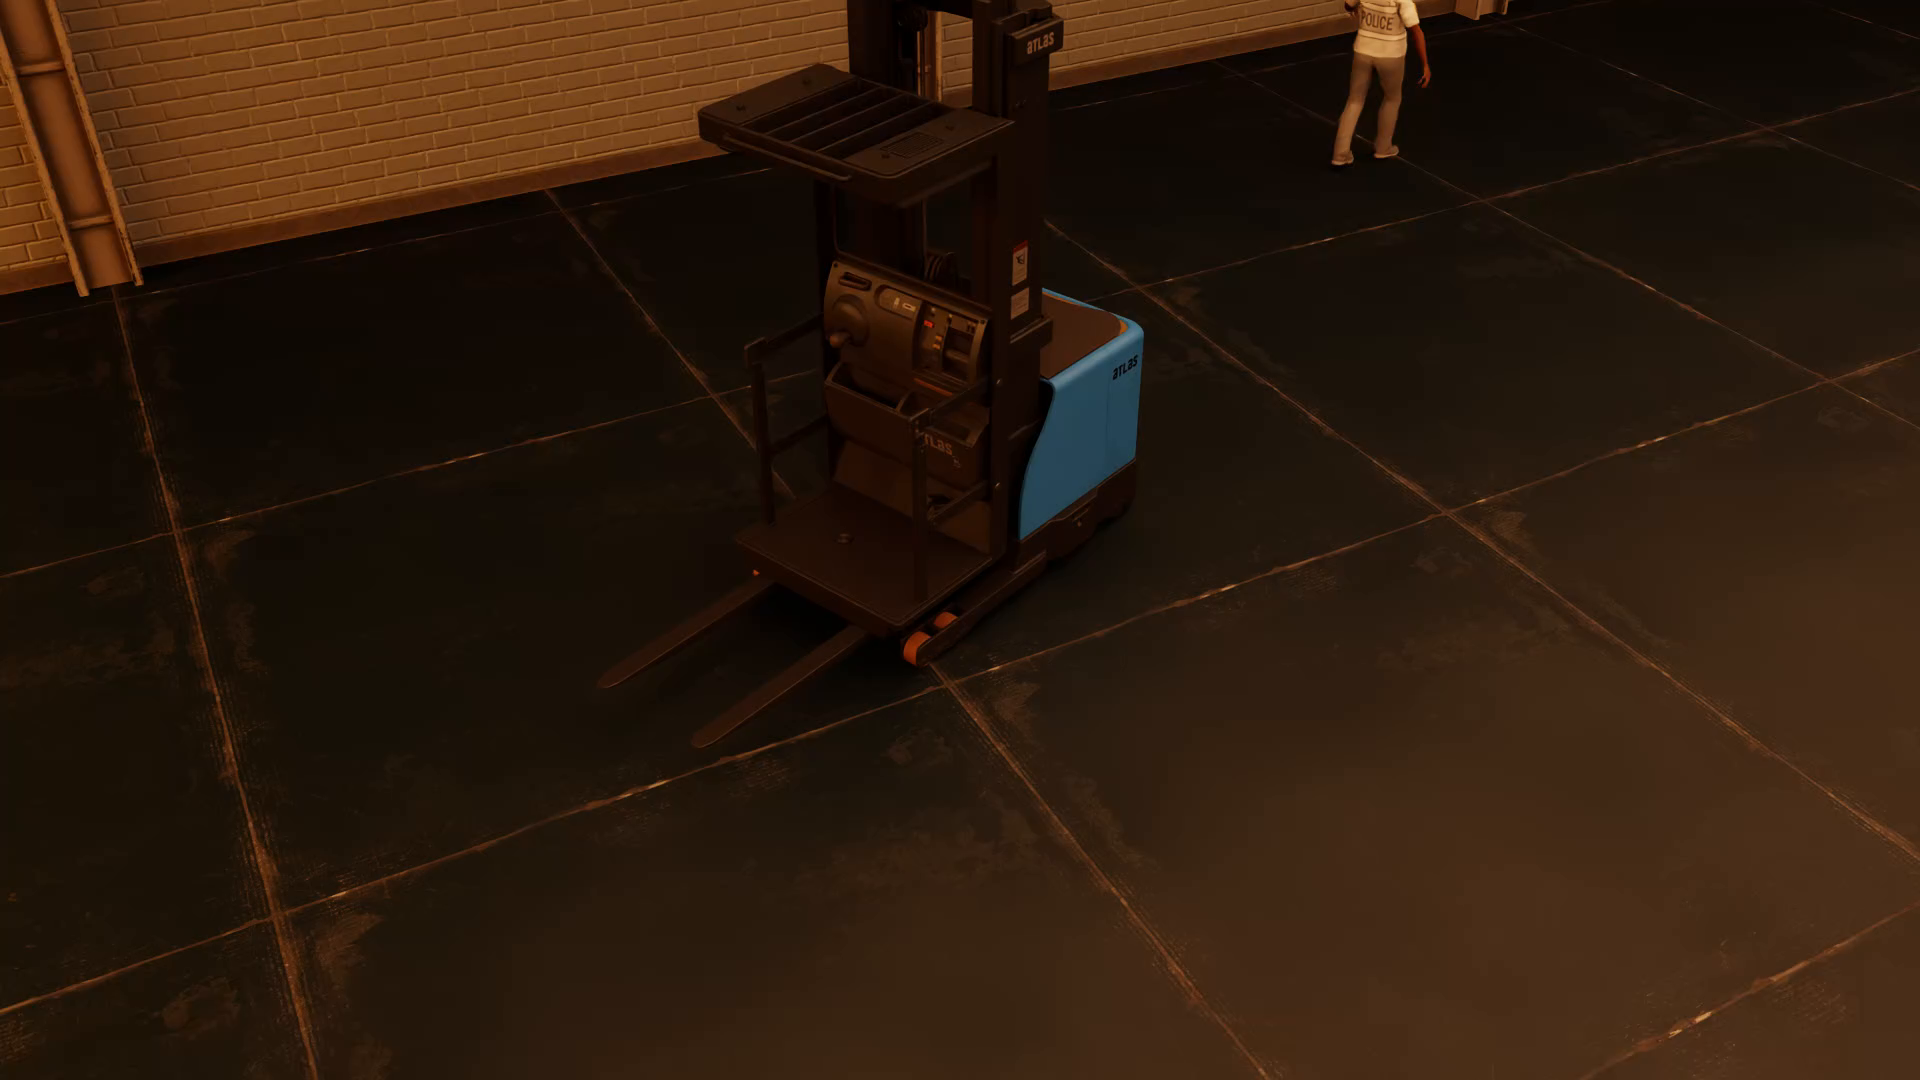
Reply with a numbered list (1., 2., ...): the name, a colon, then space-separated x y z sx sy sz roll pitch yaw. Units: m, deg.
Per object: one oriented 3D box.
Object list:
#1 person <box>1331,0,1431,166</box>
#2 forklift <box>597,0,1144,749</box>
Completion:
1. person: 3.148 -3.587 12.332 0.880 1.641 0.732 23 41 29
2. forklift: -0.390 -0.927 7.434 1.130 2.935 3.031 26 43 31
